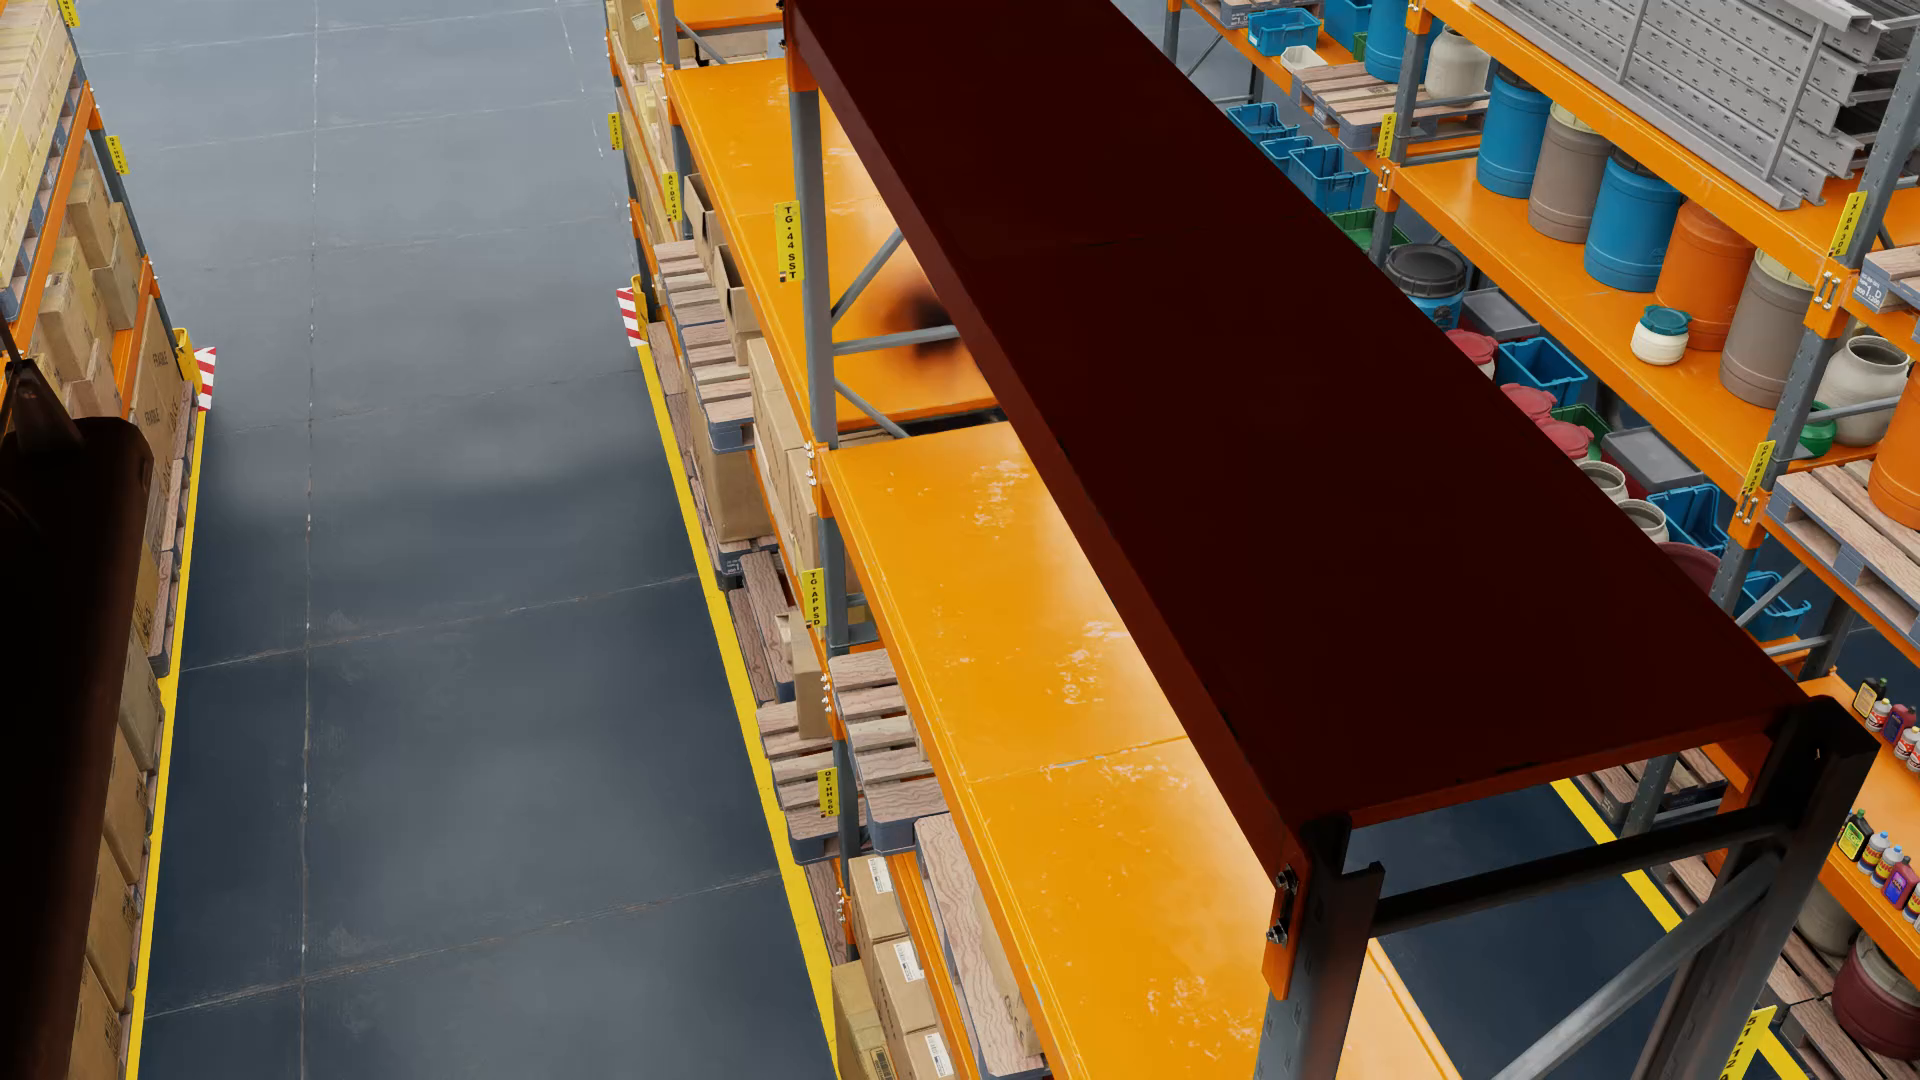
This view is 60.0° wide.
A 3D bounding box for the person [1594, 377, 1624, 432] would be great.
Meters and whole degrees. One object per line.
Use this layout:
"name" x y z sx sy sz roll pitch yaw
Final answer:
"person" 5.220 -1.301 13.178 0.555 1.691 0.755 -14 41 -17
